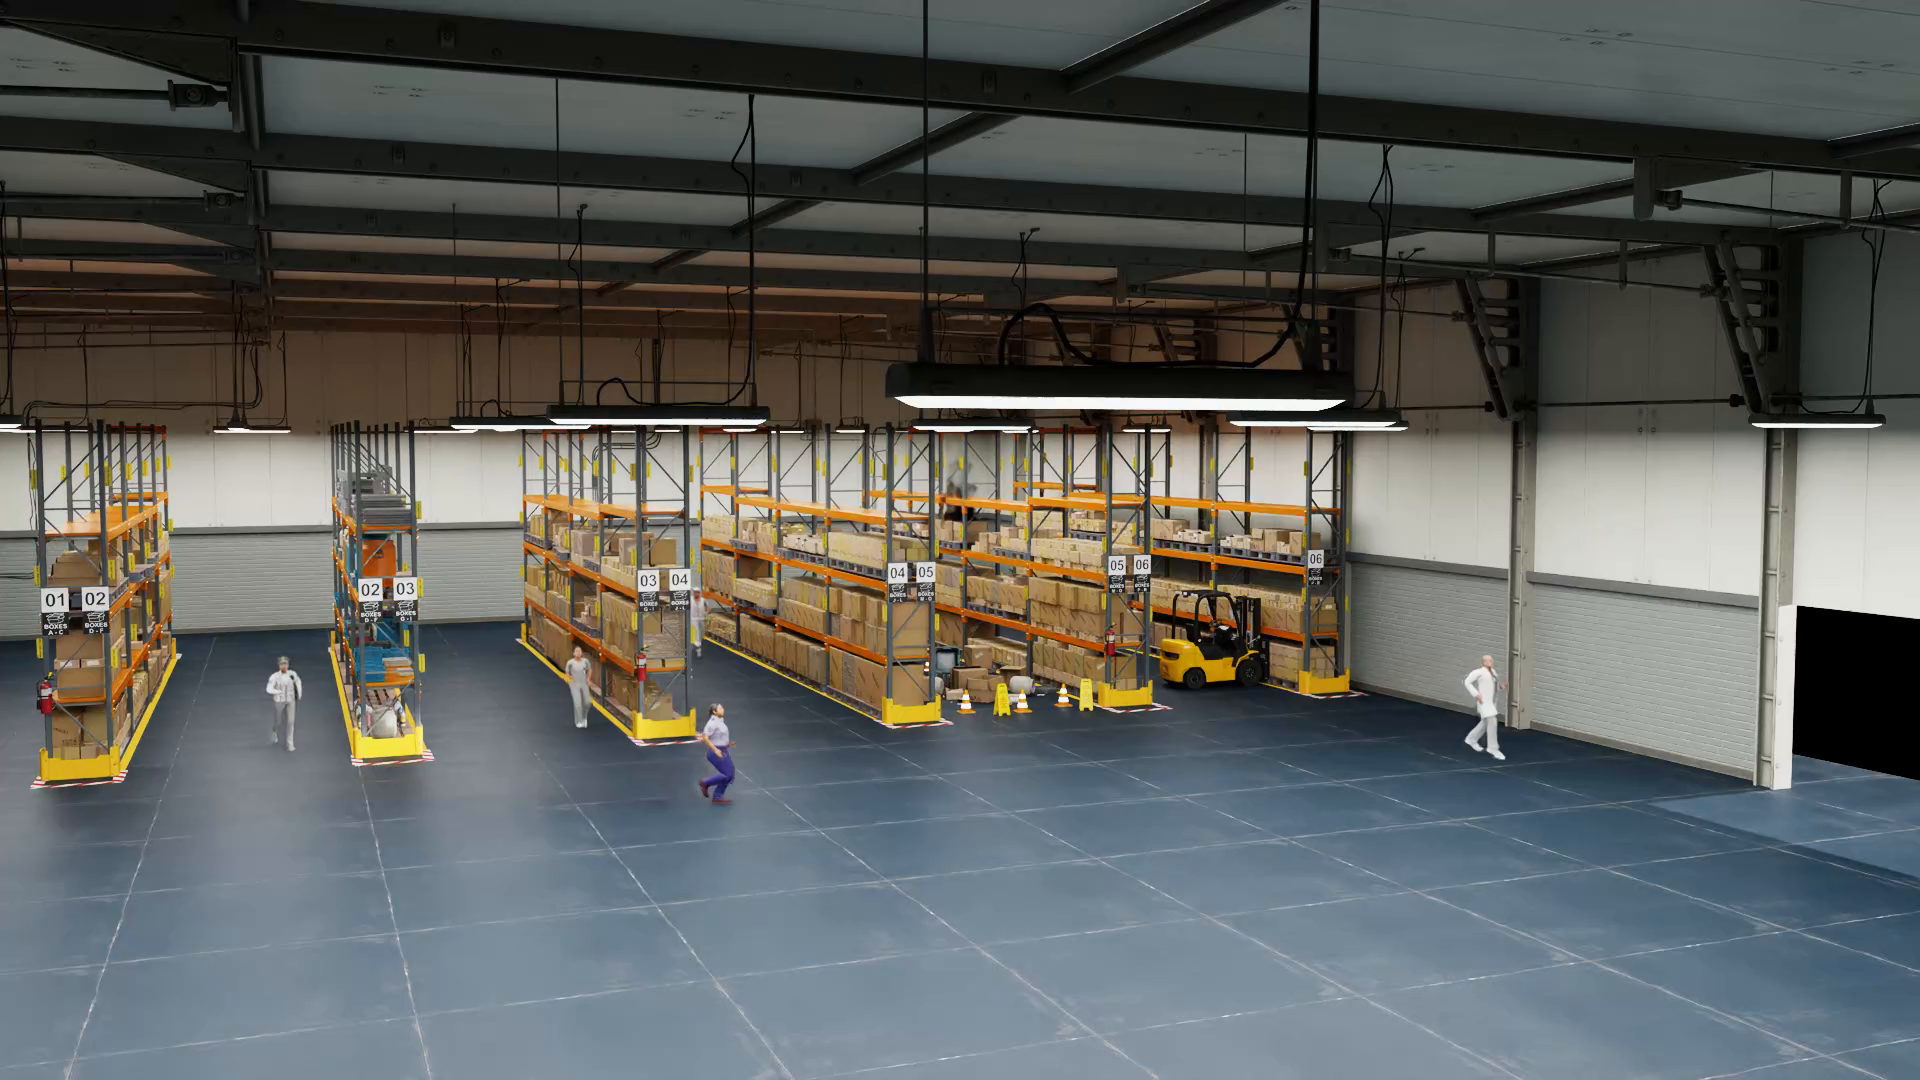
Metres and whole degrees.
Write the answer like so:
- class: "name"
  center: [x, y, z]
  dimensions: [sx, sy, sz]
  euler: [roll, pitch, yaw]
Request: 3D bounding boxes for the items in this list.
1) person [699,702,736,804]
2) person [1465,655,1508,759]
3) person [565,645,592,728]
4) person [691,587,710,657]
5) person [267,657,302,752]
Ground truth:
- class: "person"
  center: [-3.768, 3.315, 25.867]
  dimensions: [0.542, 1.591, 0.621]
  euler: [0, 4, 2]
- class: "person"
  center: [9.430, 2.963, 29.827]
  dimensions: [0.694, 1.824, 0.875]
  euler: [-3, 5, -43]
- class: "person"
  center: [-7.407, 2.866, 32.406]
  dimensions: [0.539, 1.627, 0.605]
  euler: [-2, 4, -24]
- class: "person"
  center: [-6.840, 2.124, 43.460]
  dimensions: [0.644, 1.786, 0.867]
  euler: [-1, 4, -16]
- class: "person"
  center: [-12.371, 2.973, 30.451]
  dimensions: [0.622, 1.717, 0.937]
  euler: [-2, 4, -32]
